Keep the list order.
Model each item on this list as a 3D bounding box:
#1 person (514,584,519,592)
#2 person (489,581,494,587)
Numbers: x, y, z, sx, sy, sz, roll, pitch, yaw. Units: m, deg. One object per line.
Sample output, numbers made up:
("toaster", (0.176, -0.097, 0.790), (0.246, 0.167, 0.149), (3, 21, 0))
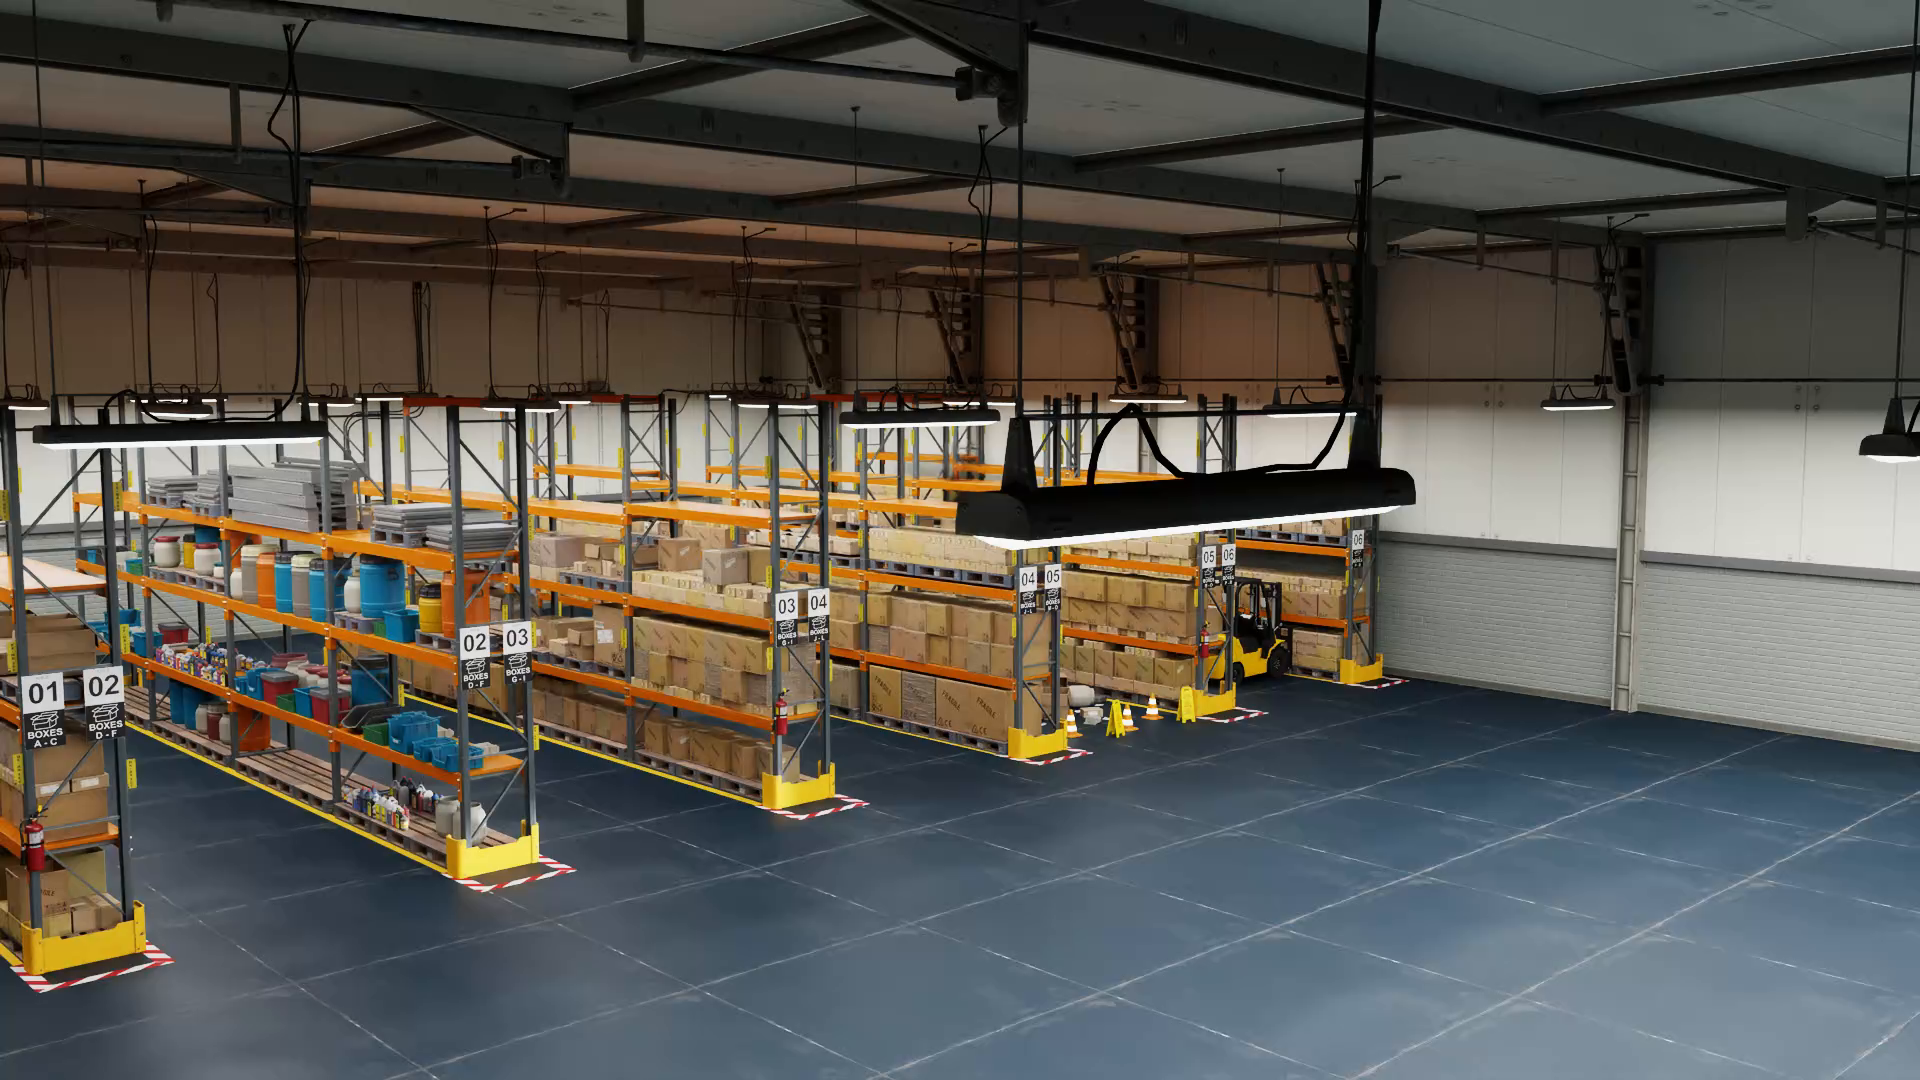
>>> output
("person", (-10.096, 1.827, 37.697), (0.673, 1.789, 0.728), (-4, 7, -34))
("person", (-11.329, 1.753, 39.449), (0.685, 1.586, 0.600), (4, 7, 33))
